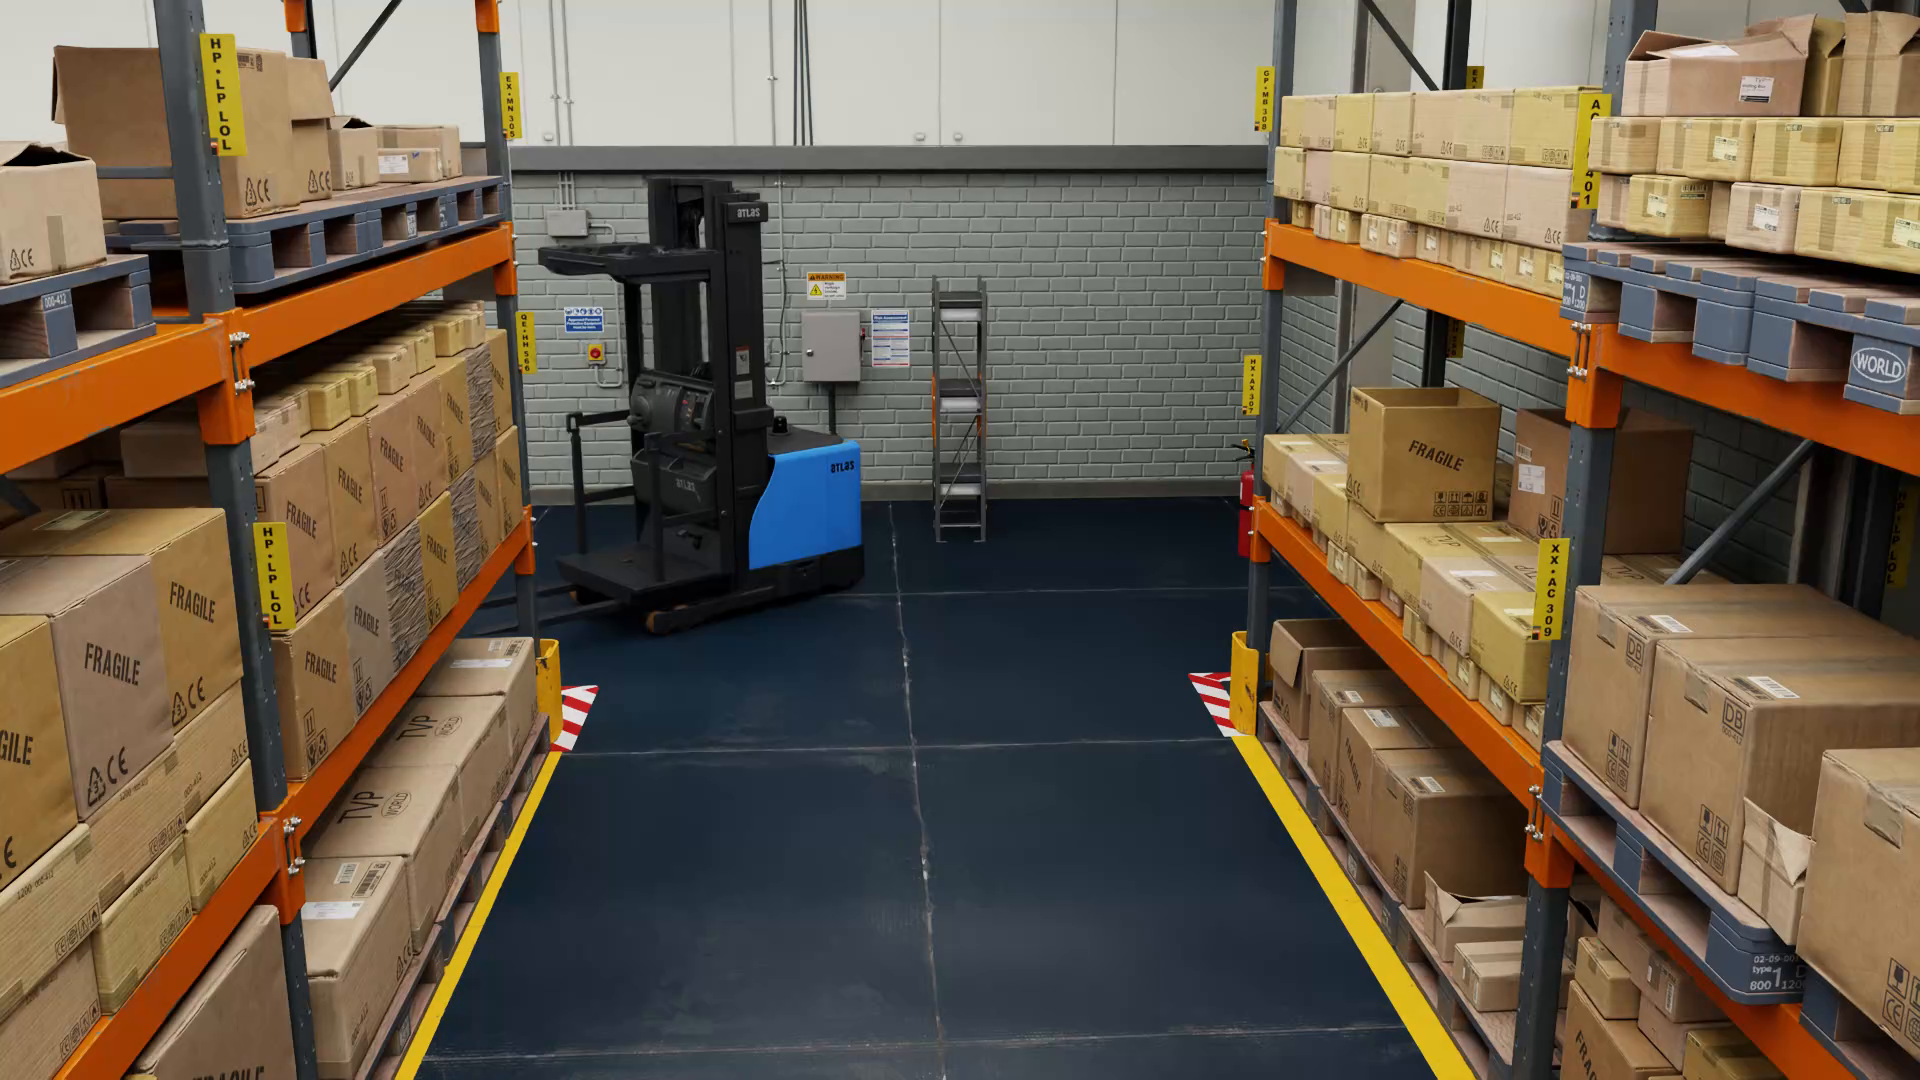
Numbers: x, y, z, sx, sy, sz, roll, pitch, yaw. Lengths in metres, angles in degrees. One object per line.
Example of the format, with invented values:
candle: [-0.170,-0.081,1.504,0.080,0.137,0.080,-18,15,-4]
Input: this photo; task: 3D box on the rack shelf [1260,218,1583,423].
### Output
rack shelf: [2.256,-1.039,6.967,1.077,0.370,4.000,-1,14,-3]

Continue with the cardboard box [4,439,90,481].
cardboard box: [-2.911,-0.278,5.077,0.380,0.149,0.250,-1,14,-5]

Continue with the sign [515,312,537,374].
sign: [-2.279,-1.034,8.728,0.100,0.325,0.005,-1,14,-3]

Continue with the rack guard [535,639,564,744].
rack guard: [-2.823,0.851,9.217,1.175,0.500,0.348,-1,14,-3]

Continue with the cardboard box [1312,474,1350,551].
cardboard box: [1.957,-0.135,7.734,0.500,0.250,0.500,-1,14,-4]

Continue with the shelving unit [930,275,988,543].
shelving unit: [-0.010,-1.058,13.425,0.431,2.100,0.503,-1,14,-3]

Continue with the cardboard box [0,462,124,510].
cardboard box: [-2.879,-0.005,5.319,0.500,0.500,0.500,-1,14,-4]

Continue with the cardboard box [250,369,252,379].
cardboard box: [-2.957,-0.658,6.553,0.380,0.149,0.250,-1,14,-3]

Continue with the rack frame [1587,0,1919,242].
rack frame: [2.380,-2.342,4.570,1.000,3.000,0.127,-1,14,-3]

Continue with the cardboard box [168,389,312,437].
cardboard box: [-2.424,-0.415,5.611,0.380,0.149,0.250,-1,14,-4]

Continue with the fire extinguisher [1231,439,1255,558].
fire extinguisher: [1.662,-0.243,9.355,0.296,0.674,0.183,-1,14,-3]

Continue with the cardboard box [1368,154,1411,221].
cardboard box: [2.013,-1.459,6.863,0.500,0.250,0.500,-1,14,-4]

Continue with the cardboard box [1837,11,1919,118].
cardboard box: [2.517,-1.224,4.277,0.396,0.266,0.258,-1,14,-3]

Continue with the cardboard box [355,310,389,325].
cardboard box: [-2.989,-1.044,8.056,0.380,0.149,0.250,-1,14,-2]

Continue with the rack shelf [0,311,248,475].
rack shelf: [-2.450,0.034,2.799,1.077,0.370,4.000,-1,14,-3]

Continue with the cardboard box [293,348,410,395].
cardboard box: [-2.410,-0.668,6.592,0.380,0.149,0.250,-1,14,-3]

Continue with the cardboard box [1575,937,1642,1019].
cardboard box: [2.137,1.350,5.133,0.380,0.149,0.250,0,14,-1]

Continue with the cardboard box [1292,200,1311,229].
cardboard box: [1.920,-1.680,8.520,0.380,0.149,0.250,-1,14,-2]

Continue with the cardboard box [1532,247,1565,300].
cardboard box: [2.063,-0.853,5.305,0.380,0.149,0.250,-1,14,-4]

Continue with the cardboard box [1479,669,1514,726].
cardboard box: [2.070,0.545,5.892,0.380,0.149,0.250,0,14,-2]

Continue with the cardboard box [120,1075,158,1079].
cardboard box: [-2.392,1.844,3.762,0.875,0.875,0.875,0,14,-2]

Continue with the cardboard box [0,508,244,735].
cardboard box: [-2.296,0.215,4.463,0.500,0.500,0.500,0,14,-2]

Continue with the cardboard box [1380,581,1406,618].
cardboard box: [2.030,0.225,7.135,0.380,0.149,0.250,-1,14,-4]

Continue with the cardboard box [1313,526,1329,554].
cardboard box: [1.946,-0.033,8.138,0.380,0.149,0.250,0,14,-2]

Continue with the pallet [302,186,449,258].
pallet: [-2.687,-1.275,6.621,1.003,0.211,1.213,-1,14,-3]

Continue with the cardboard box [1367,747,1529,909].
cardboard box: [2.154,1.201,7.014,0.700,0.500,0.500,-1,14,-6]

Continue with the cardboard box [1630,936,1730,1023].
cardboard box: [2.201,1.269,4.848,0.380,0.149,0.250,-2,15,-6]

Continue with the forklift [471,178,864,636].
forklift: [-2.129,-0.930,11.258,3.031,2.935,1.130,-13,19,-41]

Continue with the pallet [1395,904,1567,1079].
pallet: [2.338,1.743,6.329,1.003,0.211,1.213,-1,14,-3]

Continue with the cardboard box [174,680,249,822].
cardboard box: [-2.304,0.577,4.561,0.500,0.250,0.500,-1,14,-3]

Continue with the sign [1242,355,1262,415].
sign: [1.591,-0.842,9.044,0.100,0.325,0.005,-1,14,-3]

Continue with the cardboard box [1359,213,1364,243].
cardboard box: [1.974,-1.362,7.284,0.380,0.149,0.250,-1,14,-4]

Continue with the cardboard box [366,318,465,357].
cardboard box: [-2.485,-0.926,7.596,0.380,0.149,0.250,-1,14,-2]

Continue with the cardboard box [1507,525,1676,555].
cardboard box: [2.551,0.111,6.778,0.500,0.250,0.500,-1,14,-2]

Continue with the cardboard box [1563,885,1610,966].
cardboard box: [2.575,1.494,6.253,0.500,0.311,0.500,0,14,-1]

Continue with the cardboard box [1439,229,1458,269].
cardboard box: [2.045,-1.109,6.300,0.380,0.149,0.250,0,14,-2]

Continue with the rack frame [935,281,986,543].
rack frame: [0.005,-0.997,13.189,0.400,2.100,0.015,-1,14,-3]

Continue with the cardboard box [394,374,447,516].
cardboard box: [-2.436,-0.393,6.826,0.500,0.500,0.500,-1,14,-4]

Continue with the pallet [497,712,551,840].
pallet: [-2.694,1.194,8.462,1.003,0.211,1.213,-1,14,-3]

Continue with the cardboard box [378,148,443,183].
cardboard box: [-2.598,-1.723,7.645,0.380,0.149,0.250,-2,15,-8]

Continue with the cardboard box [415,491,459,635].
cardboard box: [-2.425,0.094,6.939,0.500,0.500,0.500,0,14,-2]

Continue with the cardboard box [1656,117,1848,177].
cardboard box: [2.048,-1.017,4.305,0.380,0.149,0.250,-1,14,-3]

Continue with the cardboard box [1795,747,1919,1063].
cardboard box: [2.267,0.759,3.513,0.700,0.500,0.500,-1,14,-4]

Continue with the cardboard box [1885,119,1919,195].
cardboard box: [2.109,-0.763,3.317,0.380,0.149,0.250,-1,14,-3]

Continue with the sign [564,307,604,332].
sign: [-3.246,-1.901,14.354,0.327,0.218,0.001,-1,14,-3]

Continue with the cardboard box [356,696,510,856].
cardboard box: [-2.616,1.073,7.634,0.875,0.438,0.875,0,14,-2]

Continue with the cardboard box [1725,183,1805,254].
cardboard box: [2.027,-0.749,3.857,0.380,0.149,0.250,-1,14,-3]

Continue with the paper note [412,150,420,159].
paper note: [-2.111,-1.499,6.461,0.006,0.032,0.123,-1,14,-3]

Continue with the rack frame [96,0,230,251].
rack frame: [-2.574,-2.265,4.269,1.000,3.000,0.127,-1,14,-3]

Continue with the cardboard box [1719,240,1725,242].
cardboard box: [2.633,-1.091,5.432,0.500,0.250,0.500,-1,14,-5]

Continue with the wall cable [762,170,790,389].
wall cable: [-1.780,-2.273,14.301,0.588,1.984,0.122,-1,14,-3]

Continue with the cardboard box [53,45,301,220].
cardboard box: [-2.401,-1.262,5.146,0.500,0.500,0.500,-1,14,-2]

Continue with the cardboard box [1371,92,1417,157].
cardboard box: [2.008,-1.705,6.816,0.500,0.250,0.500,0,14,-2]

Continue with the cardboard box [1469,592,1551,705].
cardboard box: [2.105,0.369,5.777,0.500,0.250,0.500,-1,14,-2]

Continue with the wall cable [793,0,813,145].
wall cable: [0.078,-4.733,13.785,2.988,3.039,0.133,-1,14,-3]
